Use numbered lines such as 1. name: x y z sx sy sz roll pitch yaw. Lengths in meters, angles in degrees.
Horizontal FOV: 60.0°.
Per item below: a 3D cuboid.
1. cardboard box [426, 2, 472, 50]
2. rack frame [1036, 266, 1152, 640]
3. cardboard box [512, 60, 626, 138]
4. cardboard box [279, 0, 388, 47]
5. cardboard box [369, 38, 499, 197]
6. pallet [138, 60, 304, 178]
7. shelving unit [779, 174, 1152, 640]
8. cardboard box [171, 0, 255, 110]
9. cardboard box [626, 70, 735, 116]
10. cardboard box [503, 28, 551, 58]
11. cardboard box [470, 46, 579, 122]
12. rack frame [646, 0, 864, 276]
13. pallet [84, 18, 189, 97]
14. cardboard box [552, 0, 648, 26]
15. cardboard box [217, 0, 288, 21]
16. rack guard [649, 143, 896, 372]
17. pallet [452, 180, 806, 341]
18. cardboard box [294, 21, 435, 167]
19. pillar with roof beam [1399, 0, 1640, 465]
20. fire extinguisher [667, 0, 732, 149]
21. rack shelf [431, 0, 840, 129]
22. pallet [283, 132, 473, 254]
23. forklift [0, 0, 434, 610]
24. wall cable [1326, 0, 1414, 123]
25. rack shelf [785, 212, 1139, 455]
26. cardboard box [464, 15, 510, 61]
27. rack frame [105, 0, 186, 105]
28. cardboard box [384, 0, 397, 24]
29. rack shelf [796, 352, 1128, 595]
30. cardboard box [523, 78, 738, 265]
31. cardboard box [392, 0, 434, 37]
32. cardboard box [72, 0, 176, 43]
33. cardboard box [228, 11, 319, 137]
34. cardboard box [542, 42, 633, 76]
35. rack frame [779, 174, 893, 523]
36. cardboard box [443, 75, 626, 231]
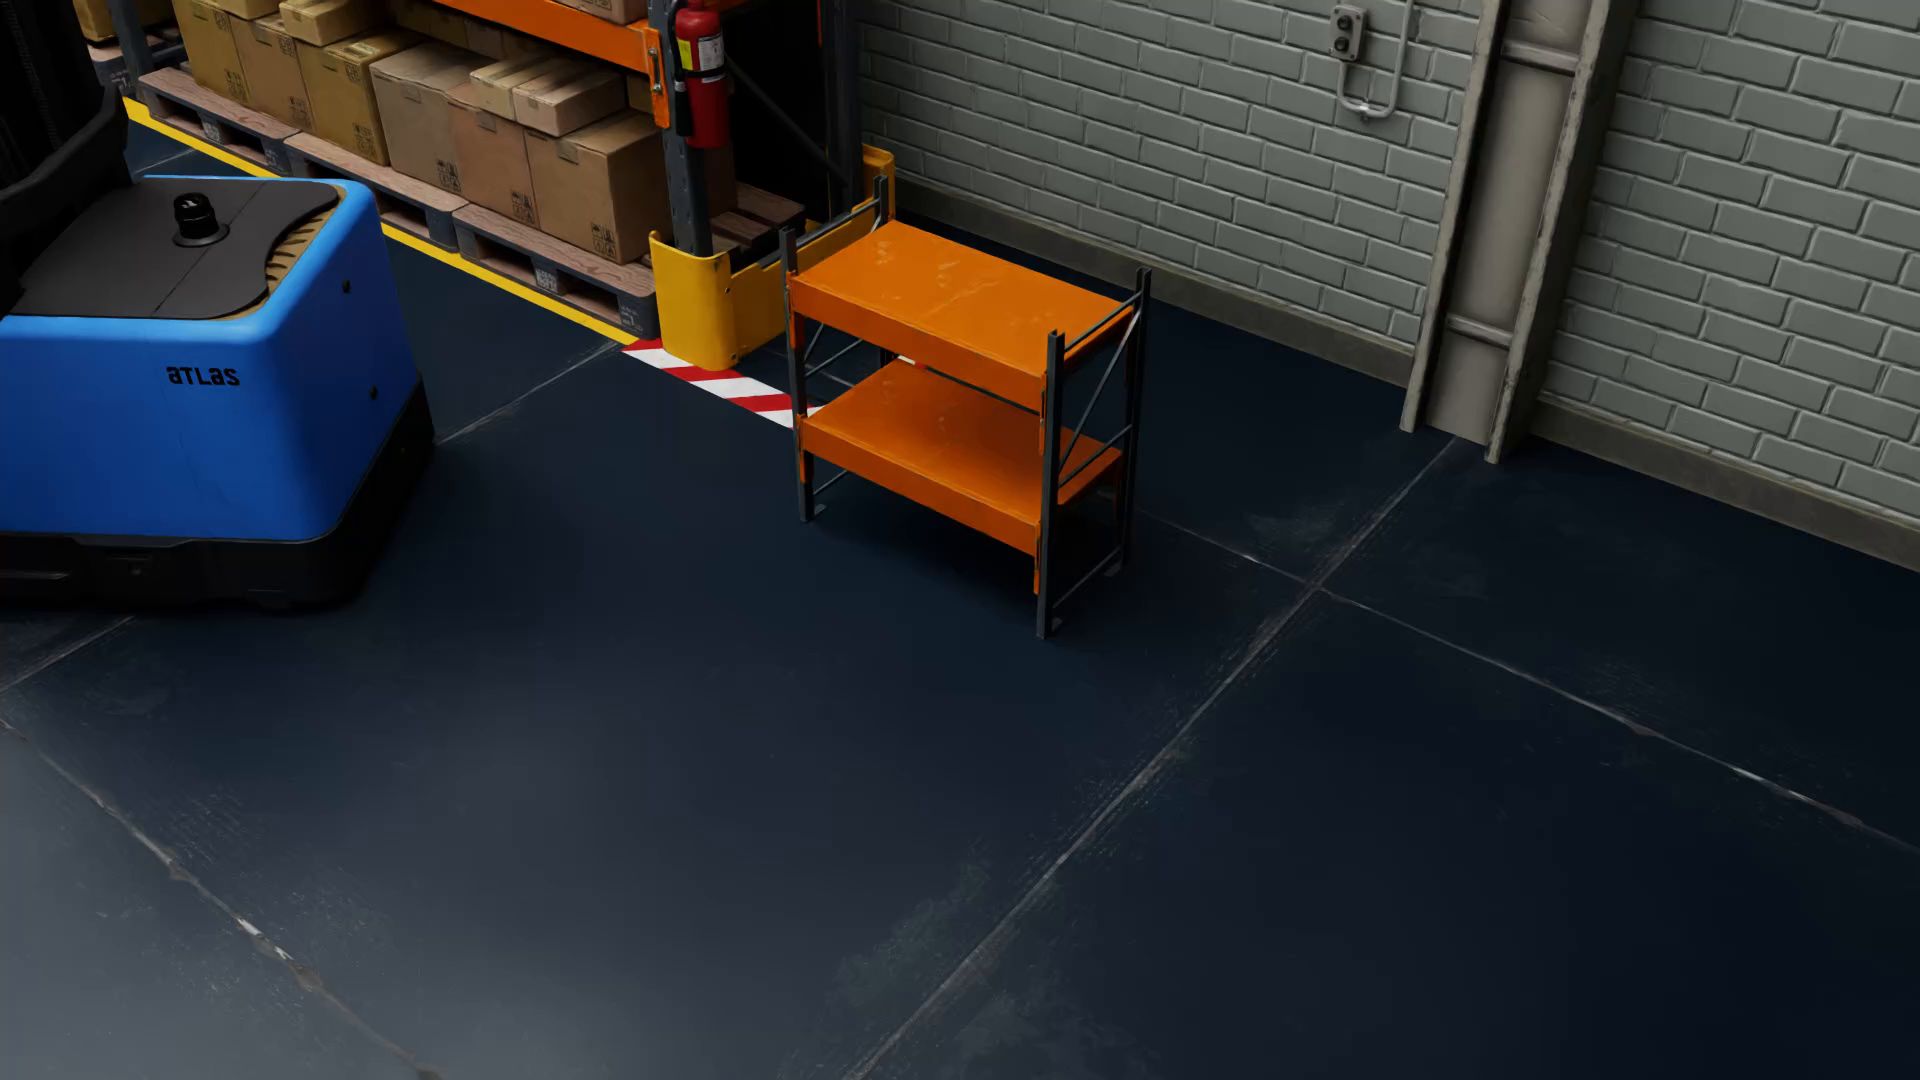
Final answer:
1. cardboard box: -2.164 -2.367 7.501 0.250 0.149 0.380 26 45 29
2. rack frame: 0.409 -0.250 5.157 0.032 1.125 0.500 25 45 29
3. cardboard box: -1.590 -1.801 6.778 0.250 0.149 0.380 25 44 28
4. cardboard box: -2.830 -2.384 7.522 0.250 0.149 0.380 24 44 27
5. cardboard box: -2.175 -1.962 7.510 0.500 0.500 0.700 24 44 27
6. pallet: -3.381 -2.269 8.477 1.213 0.211 1.003 25 45 29
7. shelving unit: 0.005 -0.440 5.400 1.048 1.125 0.538 25 45 29
8. cardboard box: -3.406 -2.541 8.250 0.500 0.500 0.700 26 45 29
9. cardboard box: -1.156 -1.893 6.896 0.250 0.149 0.380 26 45 29
10. cardboard box: -1.758 -2.176 7.257 0.250 0.149 0.380 26 45 29
11. cardboard box: -1.793 -1.896 6.900 0.250 0.149 0.380 26 45 30
12. rack frame: -0.760 -2.192 6.117 0.127 3.000 1.000 25 45 29
13. pallet: -4.596 -2.844 9.212 1.213 0.211 1.003 25 45 29
14. cardboard box: -1.172 -2.497 6.262 0.700 0.700 0.980 27 46 30
15. cardboard box: -3.245 -2.579 7.772 0.250 0.149 0.380 27 45 30
16. rack guard: -0.741 -1.199 6.876 0.348 0.500 1.175 25 45 29
17. pallet: -1.443 -1.355 7.310 1.213 0.211 1.003 25 45 29
18. cardboard box: -2.602 -2.158 7.760 0.500 0.500 0.700 26 45 30
19. pillar with roof beam: -0.706 -1.859 0.825 0.400 9.000 9.100 25 45 29
20. fire extinguisher: -0.921 -1.733 5.895 0.183 0.674 0.296 25 45 29
21. rack shelf: -2.349 -2.658 7.295 4.000 0.370 1.077 25 45 29
22. pallet: -2.408 -1.813 7.894 1.213 0.211 1.003 25 45 29
23. forklift: -3.472 -1.267 4.991 3.031 2.935 1.130 2 38 2
24. wall cable: 0.831 -2.576 5.783 1.851 1.984 0.084 25 45 29
25. rack shelf: 0.005 -0.671 5.220 1.000 0.278 0.538 25 45 29
26. cardboard box: -1.960 -2.271 7.379 0.250 0.149 0.380 26 45 29
27. rack frame: -3.938 -3.690 8.030 0.127 3.000 1.000 25 45 29
28. cardboard box: -2.571 -2.558 7.745 0.250 0.149 0.380 26 45 29
29. rack shelf: 0.005 -0.248 5.551 1.000 0.278 0.538 25 45 29
30. cardboard box: -1.377 -1.587 7.030 0.500 0.500 0.700 25 45 29
31. cardboard box: -2.365 -2.462 7.622 0.250 0.149 0.380 24 44 28
32. cardboard box: -4.533 -3.189 8.793 0.750 0.750 0.750 26 45 29
33. cardboard box: -3.009 -2.351 8.007 0.500 0.500 0.700 25 44 28
34. cardboard box: -1.559 -2.082 7.137 0.250 0.149 0.380 25 45 29
35. rack frame: -0.398 -0.631 5.643 0.032 1.125 0.500 25 45 29
36. cardboard box: -1.775 -1.774 7.270 0.500 0.500 0.700 25 45 28
